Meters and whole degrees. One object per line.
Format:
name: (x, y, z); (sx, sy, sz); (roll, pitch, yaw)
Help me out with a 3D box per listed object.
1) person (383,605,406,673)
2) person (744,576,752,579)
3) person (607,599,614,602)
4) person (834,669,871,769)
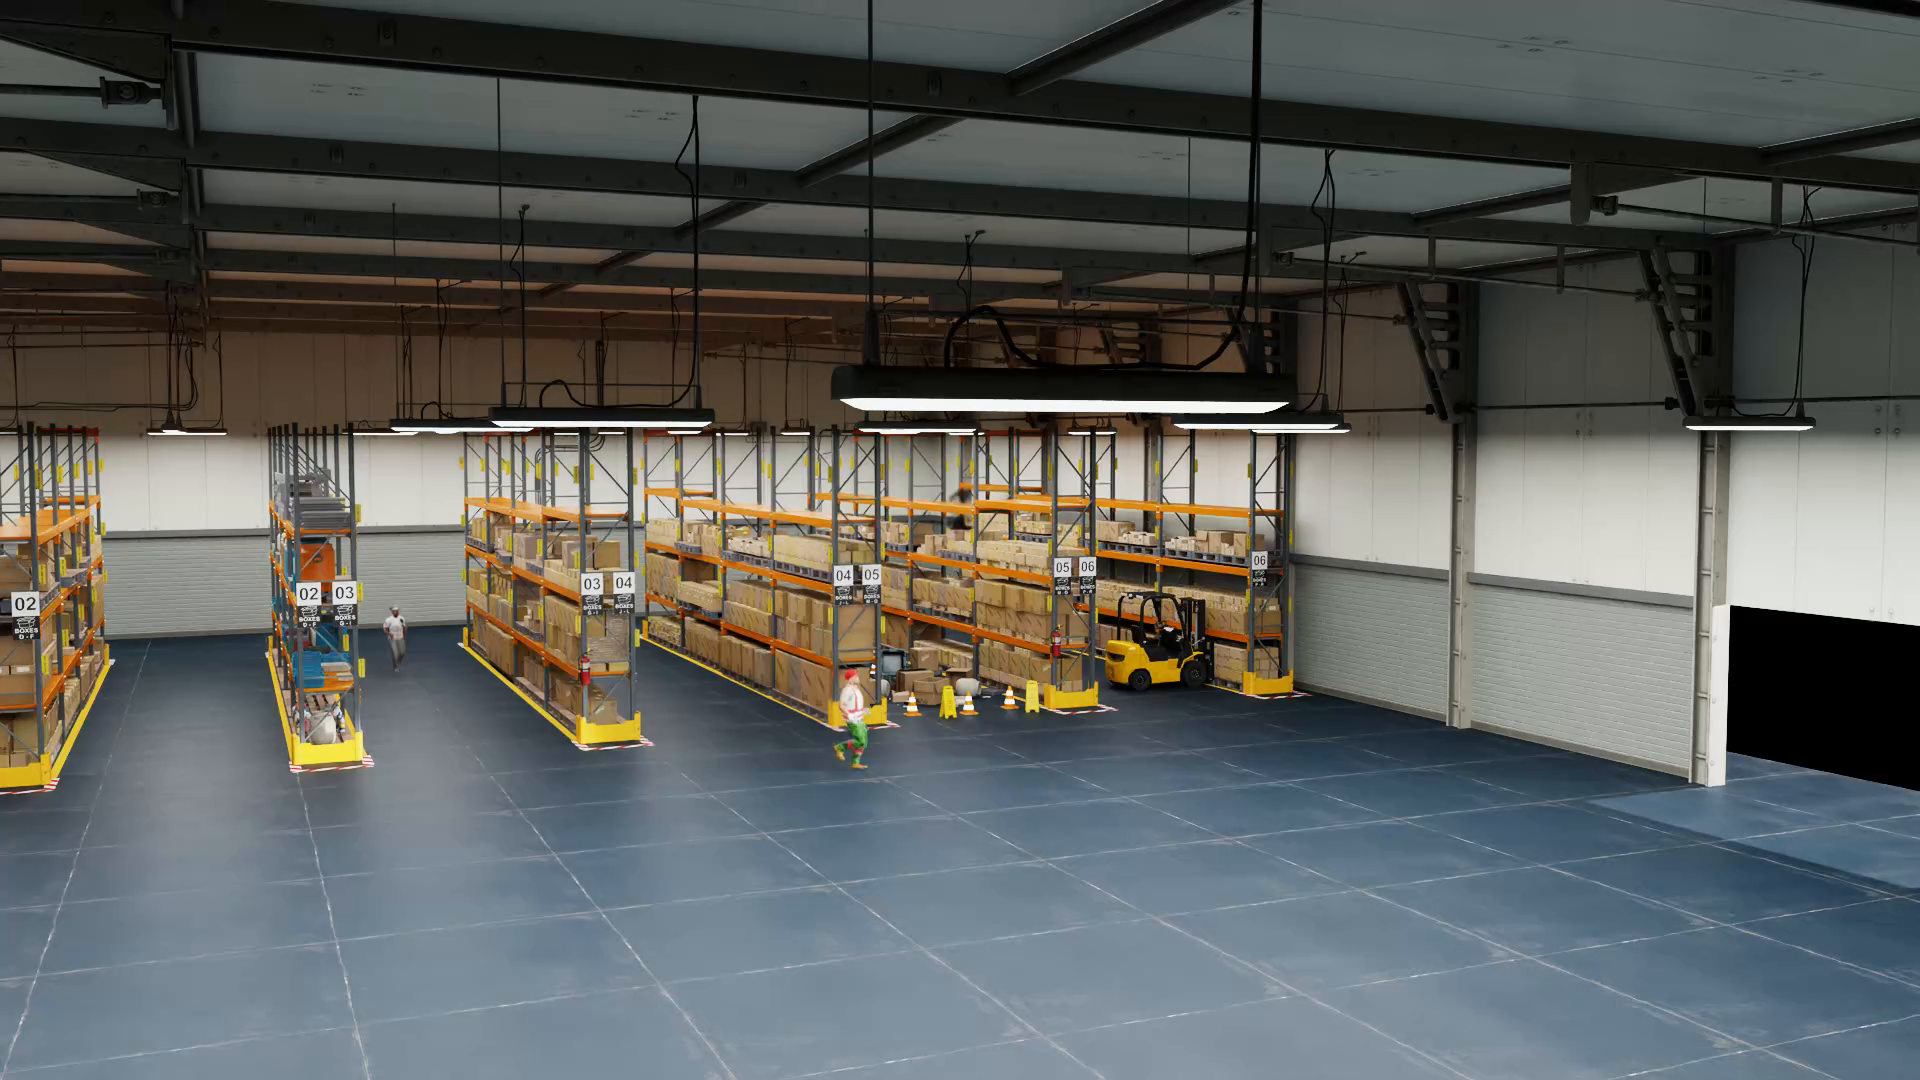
person: (-13.790, 2.414, 40.647); (0.597, 1.662, 0.537); (-2, 4, -34)
person: (-6.025, 1.944, 47.189); (0.648, 1.828, 0.851); (-3, 4, -36)
person: (-10.207, 1.985, 47.101); (0.795, 1.759, 0.690); (1, 4, 17)
person: (-1.872, 3.100, 28.812); (0.592, 1.732, 0.672); (1, 4, 14)
